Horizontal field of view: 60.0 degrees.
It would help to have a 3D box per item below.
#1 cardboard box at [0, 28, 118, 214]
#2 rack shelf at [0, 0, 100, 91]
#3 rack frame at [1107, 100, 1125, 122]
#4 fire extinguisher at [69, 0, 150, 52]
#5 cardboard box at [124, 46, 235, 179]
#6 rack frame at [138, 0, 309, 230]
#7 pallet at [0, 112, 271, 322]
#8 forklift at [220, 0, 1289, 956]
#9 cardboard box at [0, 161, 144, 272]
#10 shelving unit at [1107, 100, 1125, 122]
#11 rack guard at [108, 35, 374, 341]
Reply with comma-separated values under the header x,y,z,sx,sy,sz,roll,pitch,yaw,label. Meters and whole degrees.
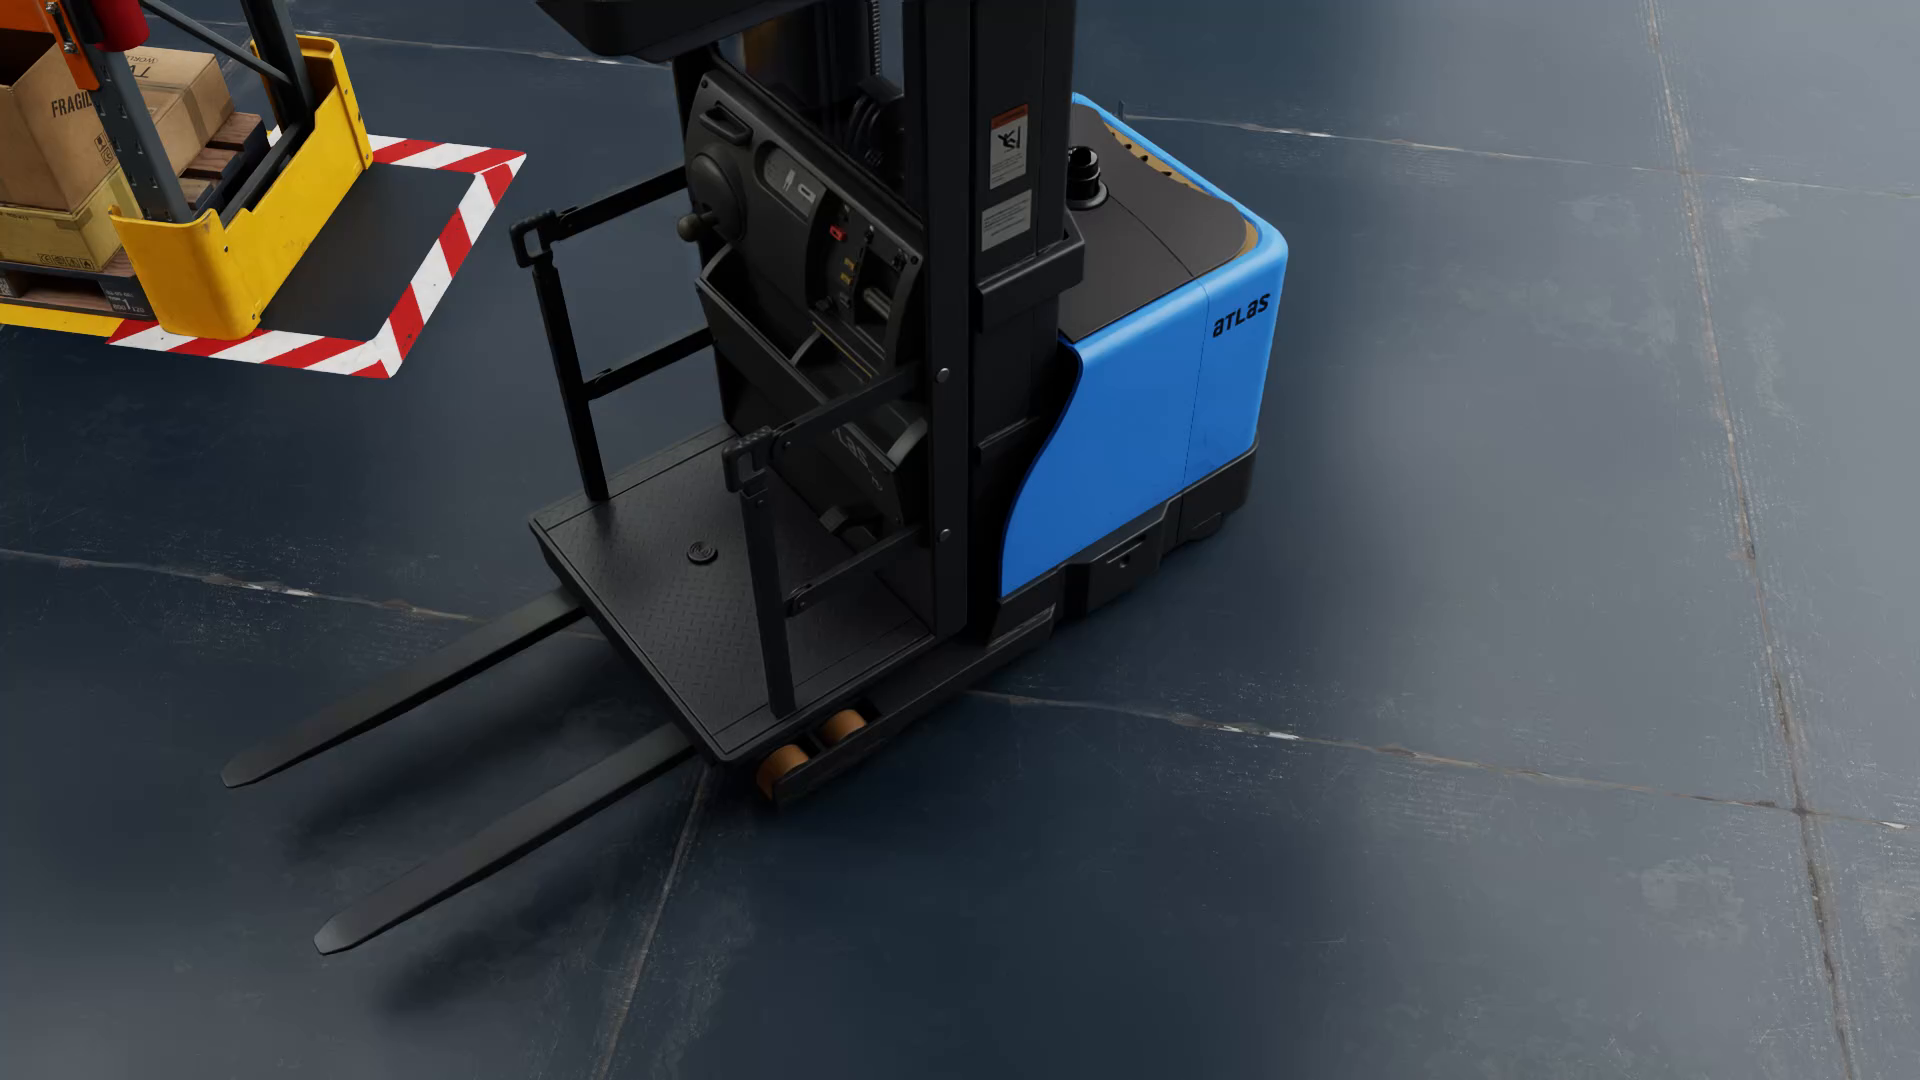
x,y,z,sx,sy,sz,roll,pitch,yaw,label
-3.198,-1.478,5.623,0.500,0.500,0.500,8,49,7,cardboard box
-4.586,-2.177,5.673,4.000,0.370,1.077,8,49,7,rack shelf
0.430,-1.147,5.675,0.240,0.900,0.006,32,55,25,rack frame
-2.584,-1.771,4.877,0.183,0.674,0.296,8,49,7,fire extinguisher
-3.106,-1.608,6.244,0.500,0.250,0.500,8,49,7,cardboard box
-2.618,-2.150,5.166,0.053,2.616,0.949,8,49,7,rack frame
-3.378,-1.291,6.268,1.213,0.211,1.003,8,49,7,pallet
-0.556,-0.703,3.911,3.031,2.935,1.130,-30,55,-24,forklift
-3.198,-1.229,5.904,0.500,0.250,0.500,8,49,7,cardboard box
0.365,-1.088,5.623,0.258,0.900,0.210,32,55,25,shelving unit
-2.594,-1.314,6.095,0.348,0.500,1.175,8,49,7,rack guard
